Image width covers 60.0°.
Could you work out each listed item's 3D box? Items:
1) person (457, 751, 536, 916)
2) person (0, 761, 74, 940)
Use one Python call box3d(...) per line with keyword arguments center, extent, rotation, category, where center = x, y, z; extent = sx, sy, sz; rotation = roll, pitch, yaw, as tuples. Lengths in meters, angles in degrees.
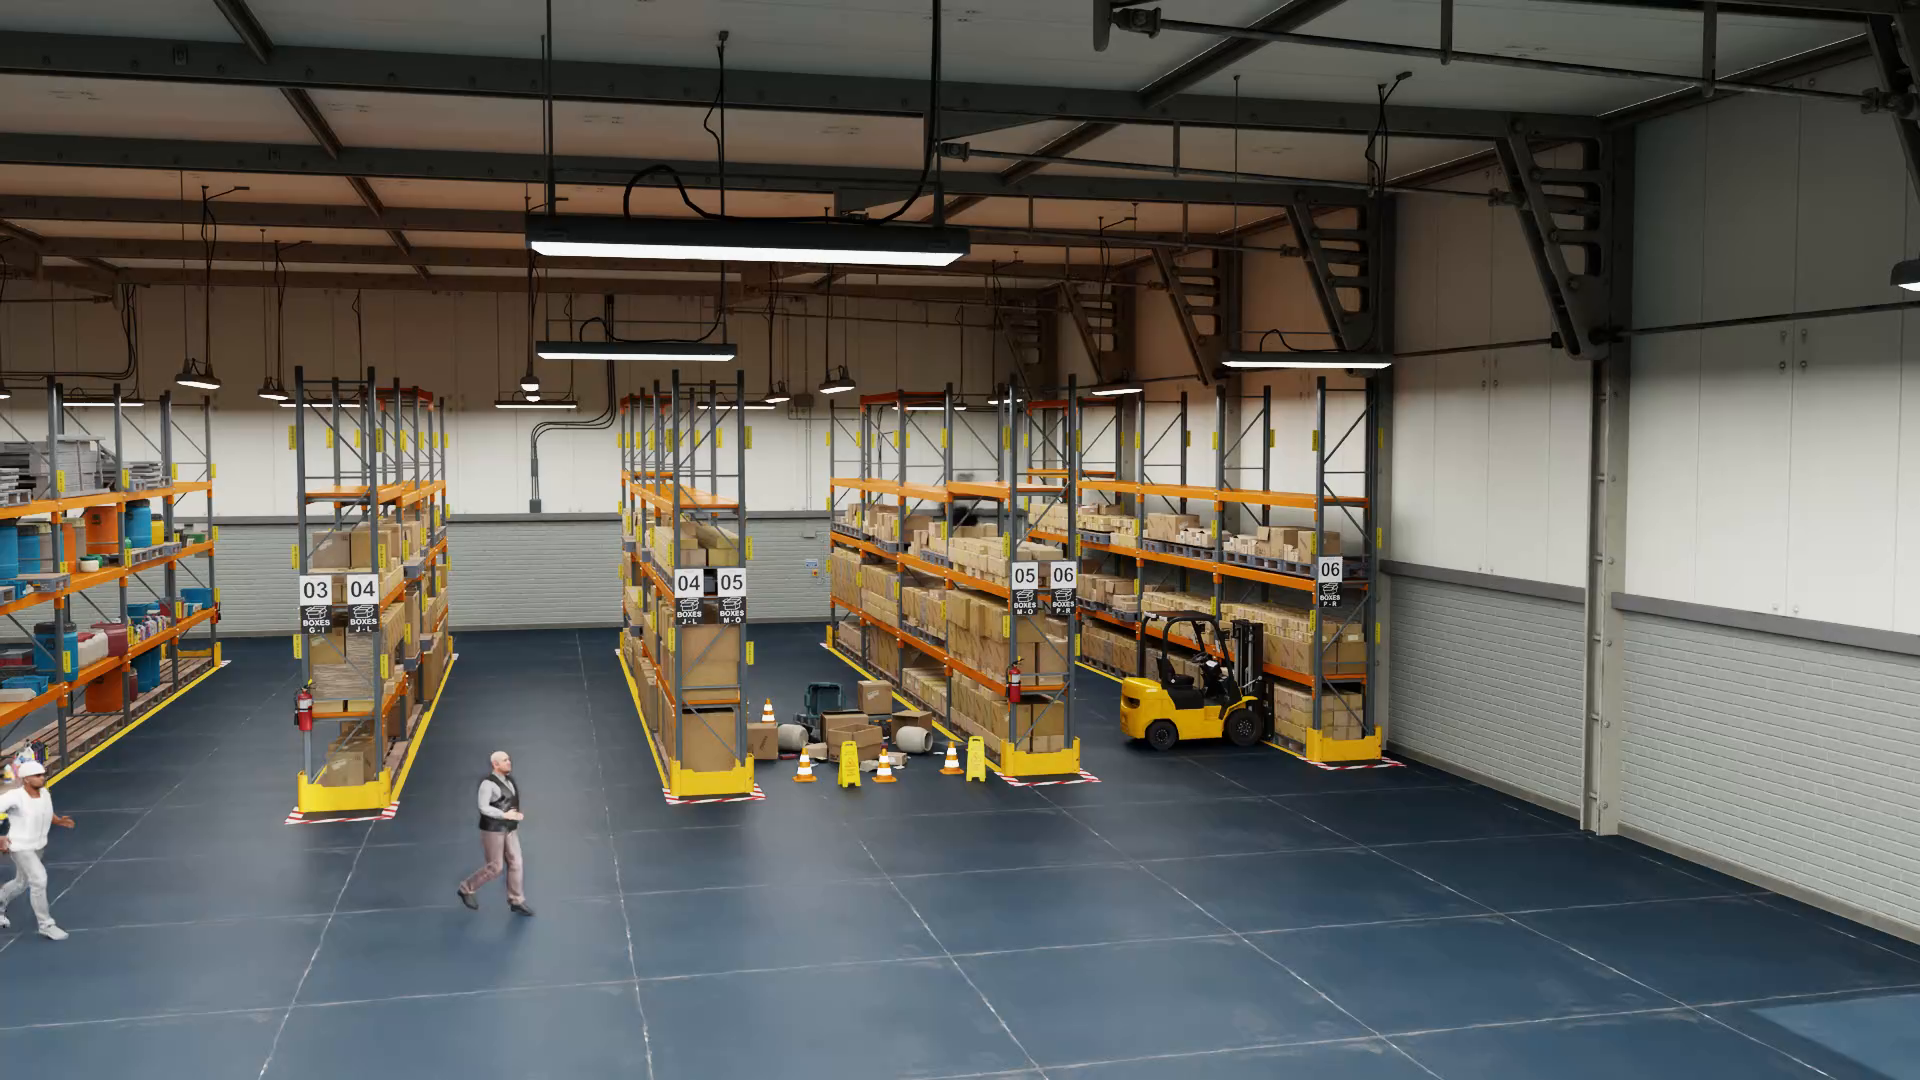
box3d(center=(-4.892, 3.094, 17.579), extent=(0.846, 1.737, 0.680), rotation=(1, 4, 15), category="person")
box3d(center=(-9.451, 3.117, 16.804), extent=(0.971, 1.777, 0.646), rotation=(0, 3, 6), category="person")
